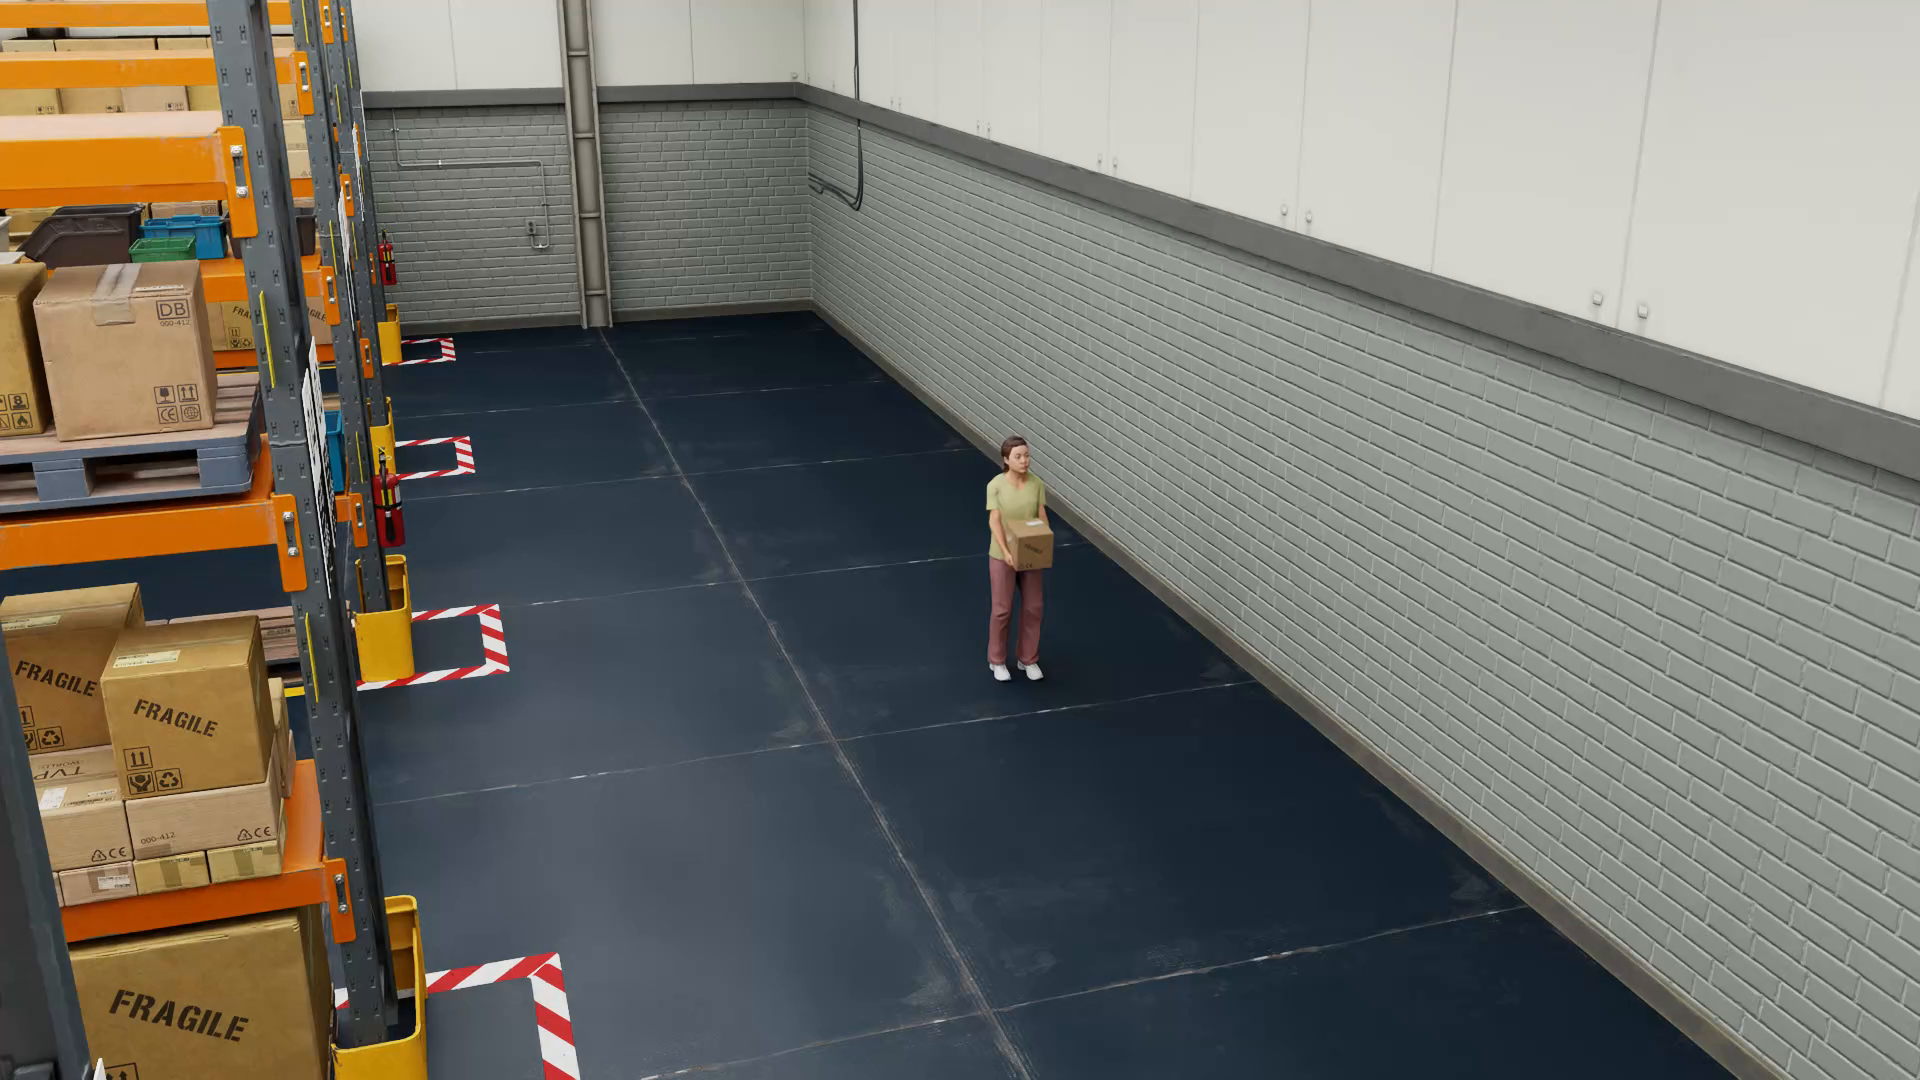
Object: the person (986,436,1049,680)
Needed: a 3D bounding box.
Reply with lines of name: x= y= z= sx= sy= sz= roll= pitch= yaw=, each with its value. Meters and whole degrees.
person: x=0.397 y=0.138 z=11.194 sx=0.426 sy=1.664 sz=0.551 roll=-6 pitch=20 yaw=-16
